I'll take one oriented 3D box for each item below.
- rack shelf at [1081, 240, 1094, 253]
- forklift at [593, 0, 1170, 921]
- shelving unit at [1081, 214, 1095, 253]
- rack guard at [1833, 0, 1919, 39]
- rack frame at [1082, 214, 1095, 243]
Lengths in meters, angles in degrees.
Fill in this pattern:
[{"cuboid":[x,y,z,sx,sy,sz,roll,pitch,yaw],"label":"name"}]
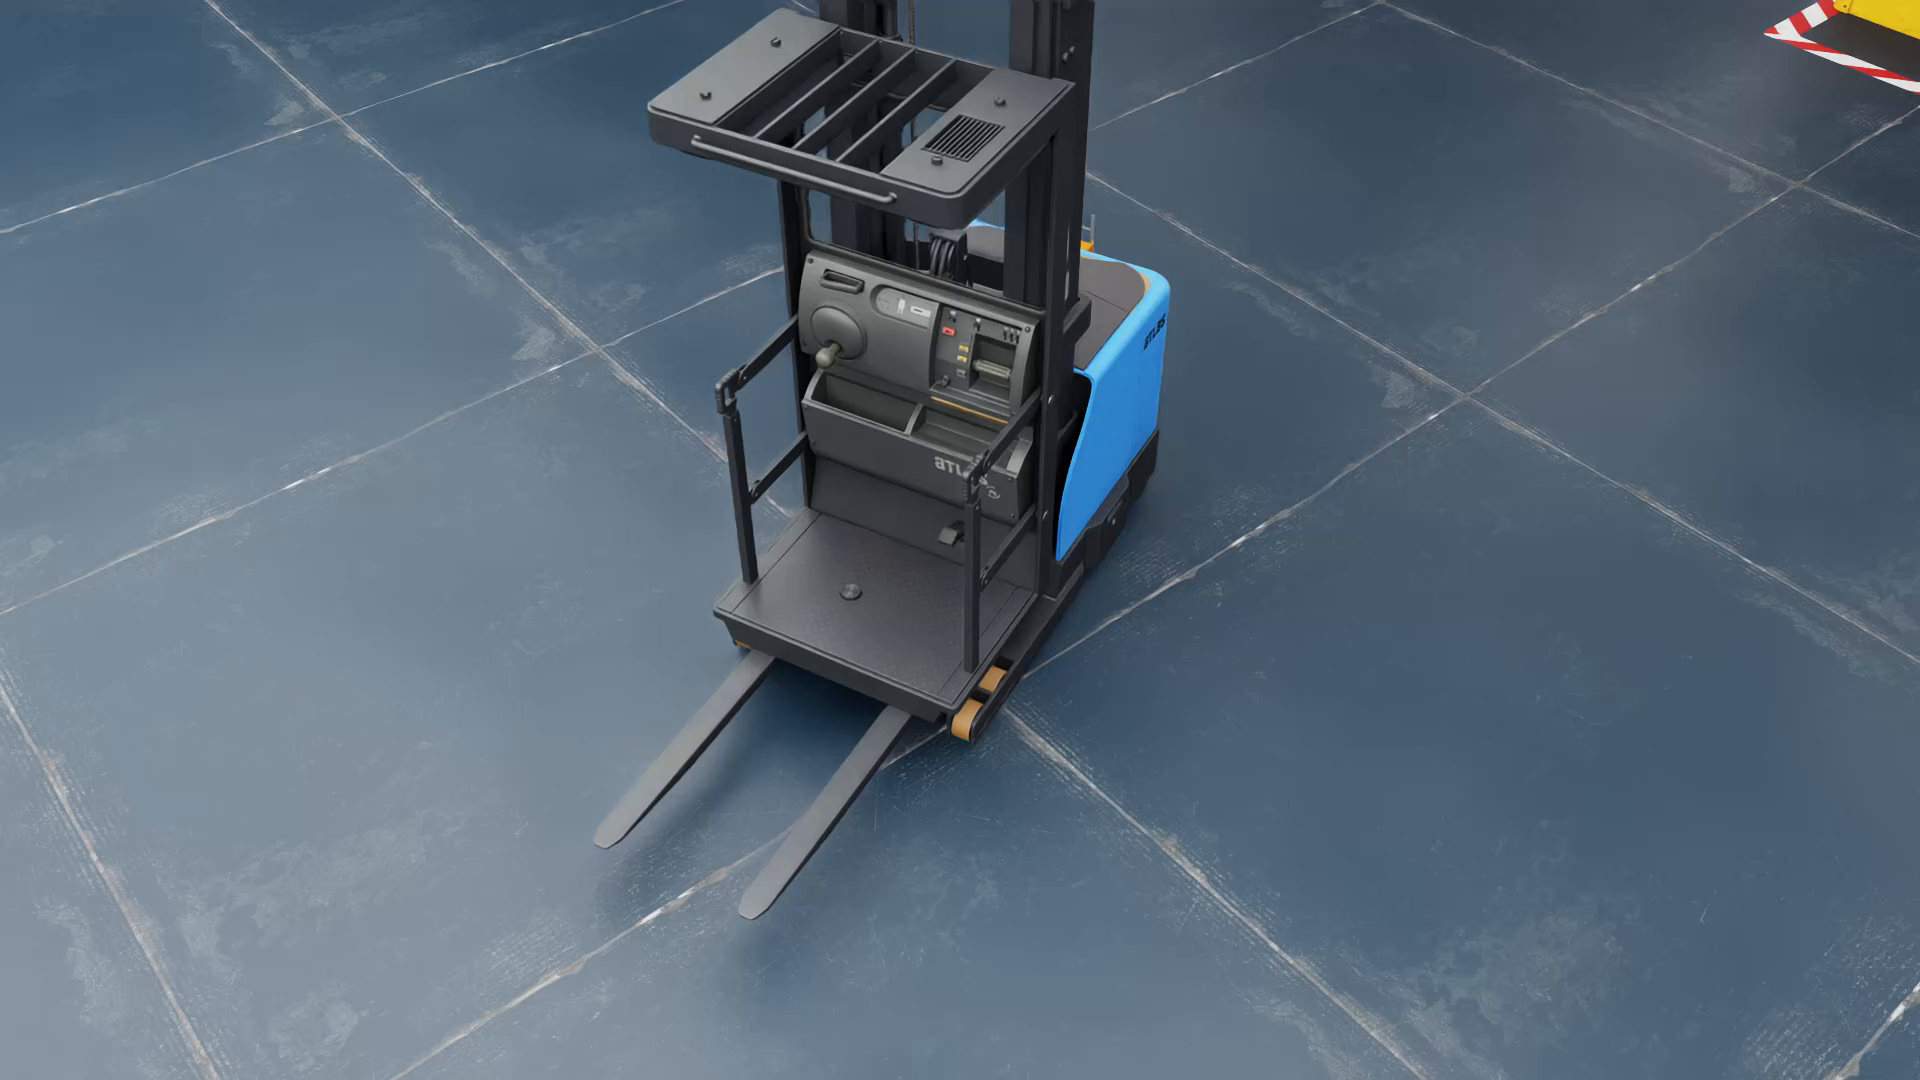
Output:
[{"cuboid":[0.440,-1.183,7.344,0.215,0.259,0.240,20,47,20],"label":"rack shelf"},{"cuboid":[-0.265,-0.650,5.801,1.130,2.935,3.031,20,47,20],"label":"forklift"},{"cuboid":[0.440,-0.984,7.531,0.215,1.050,0.252,20,47,20],"label":"shelving unit"},{"cuboid":[6.261,-3.479,10.589,0.348,0.500,1.175,-30,51,-28],"label":"rack guard"},{"cuboid":[0.498,-1.057,7.609,0.200,1.050,0.008,20,47,20],"label":"rack frame"}]
